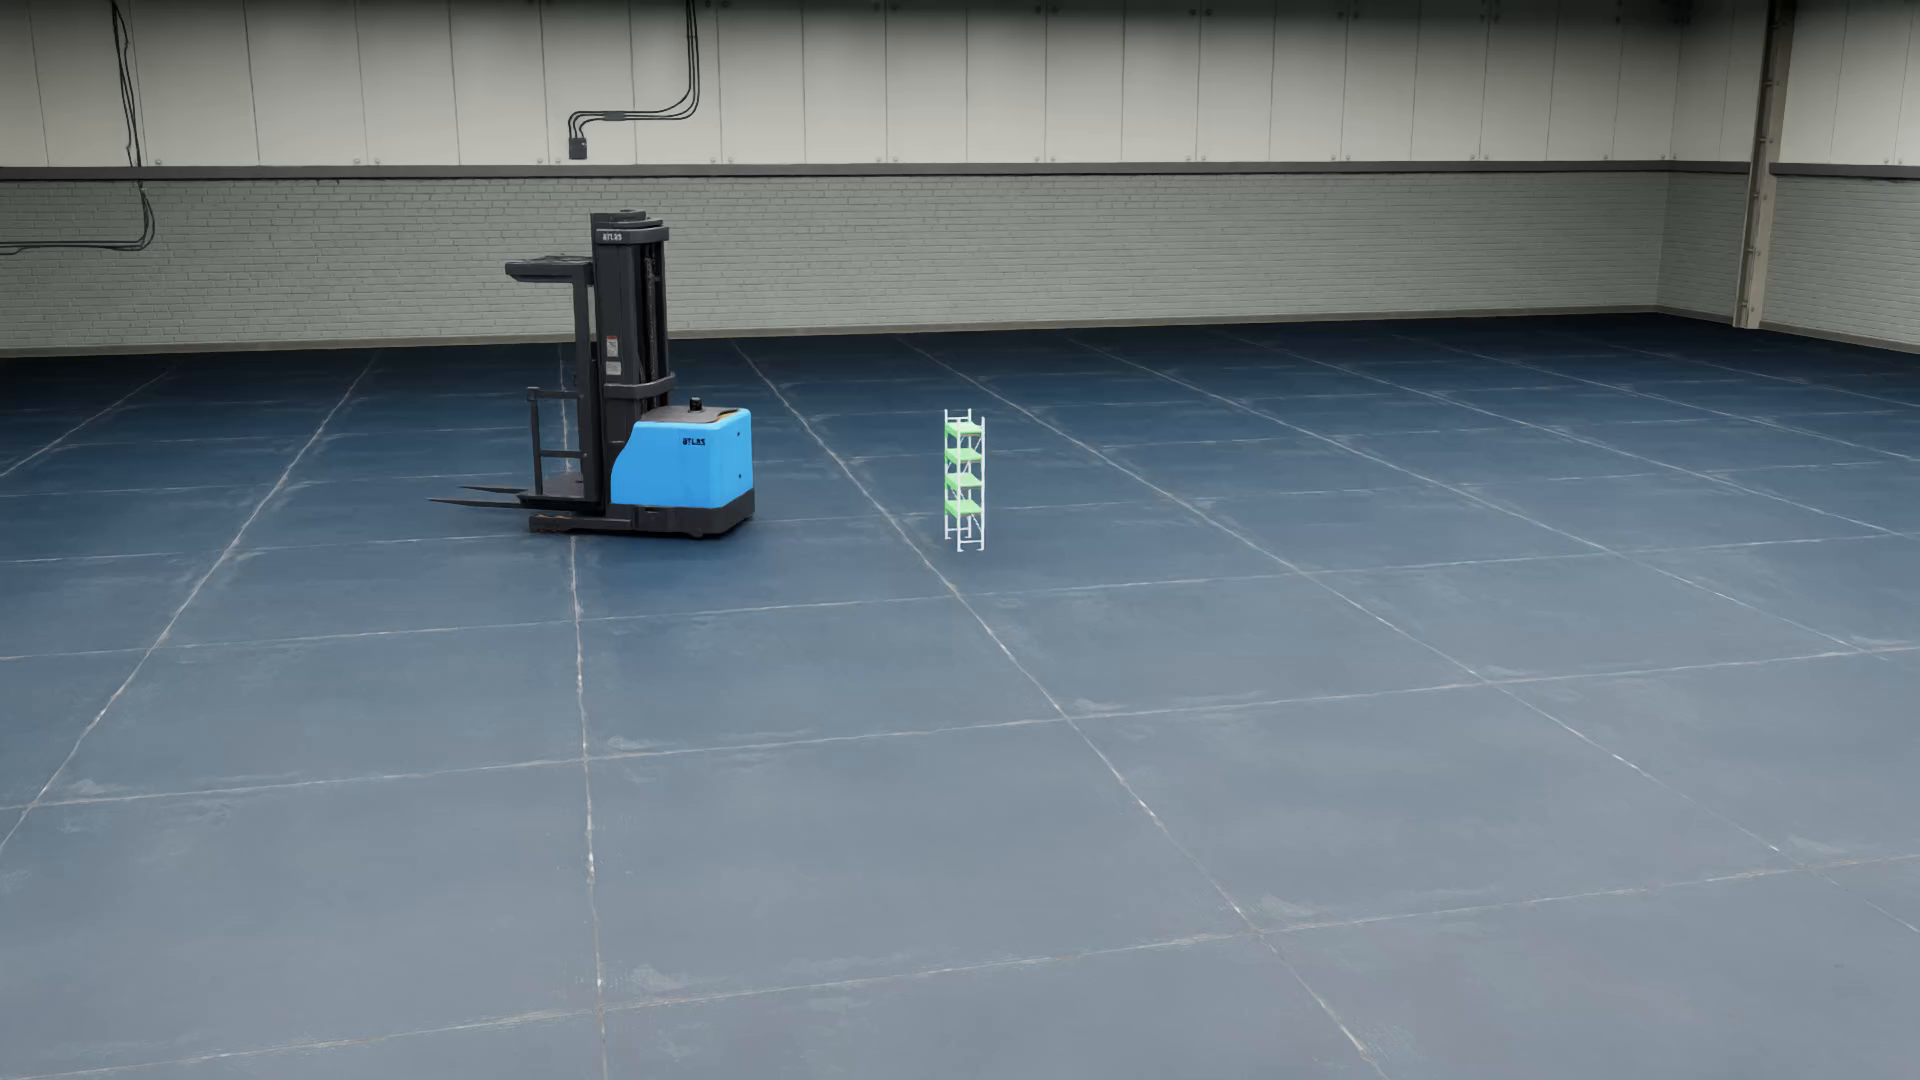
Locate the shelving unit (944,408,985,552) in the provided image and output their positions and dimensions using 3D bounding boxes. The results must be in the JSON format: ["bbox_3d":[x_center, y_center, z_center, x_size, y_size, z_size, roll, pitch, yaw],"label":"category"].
[{"bbox_3d":[0.039,-0.545,14.951,0.258,1.200,0.503,-3,14,-13],"label":"shelving unit"}]

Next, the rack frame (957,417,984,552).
[{"bbox_3d":[0.096,-0.488,14.721,0.240,1.200,0.015,-3,14,-13],"label":"rack frame"}]

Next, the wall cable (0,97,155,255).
[{"bbox_3d":[-14.918,-5.942,27.153,3.097,2.526,0.112,-3,14,-13],"label":"wall cable"}]

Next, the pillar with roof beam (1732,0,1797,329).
[{"bbox_3d":[10.923,-8.213,29.905,9.100,9.000,0.548,-3,14,-13],"label":"pillar with roof beam"}]

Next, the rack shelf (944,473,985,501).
[{"bbox_3d":[0.039,-0.483,14.966,0.258,0.148,0.480,-3,14,-13],"label":"rack shelf"}]

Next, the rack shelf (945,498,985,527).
[{"bbox_3d":[0.039,-0.249,15.023,0.258,0.148,0.480,-3,14,-13],"label":"rack shelf"}]

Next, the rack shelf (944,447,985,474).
[{"bbox_3d":[0.039,-0.716,14.909,0.258,0.148,0.480,-3,14,-13],"label":"rack shelf"}]

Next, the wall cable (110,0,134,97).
[{"bbox_3d":[-12.288,-8.546,27.171,3.097,2.526,0.112,-3,14,-13],"label":"wall cable"}]

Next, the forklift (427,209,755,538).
[{"bbox_3d":[-3.552,-1.602,15.630,3.031,2.935,1.130,3,14,12],"label":"forklift"}]

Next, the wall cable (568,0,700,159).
[{"bbox_3d":[-5.686,-9.628,28.532,2.305,6.003,0.169,-3,14,-13],"label":"wall cable"}]

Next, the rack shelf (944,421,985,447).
[{"bbox_3d":[0.039,-0.949,14.853,0.258,0.148,0.480,-3,14,-13],"label":"rack shelf"}]

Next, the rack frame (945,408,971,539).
[{"bbox_3d":[-0.018,-0.601,15.182,0.240,1.200,0.015,-3,14,-13],"label":"rack frame"}]

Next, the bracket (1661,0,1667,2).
[{"bbox_3d":[14.108,-10.824,33.009,0.235,0.232,0.430,-3,14,-13],"label":"bracket"}]
